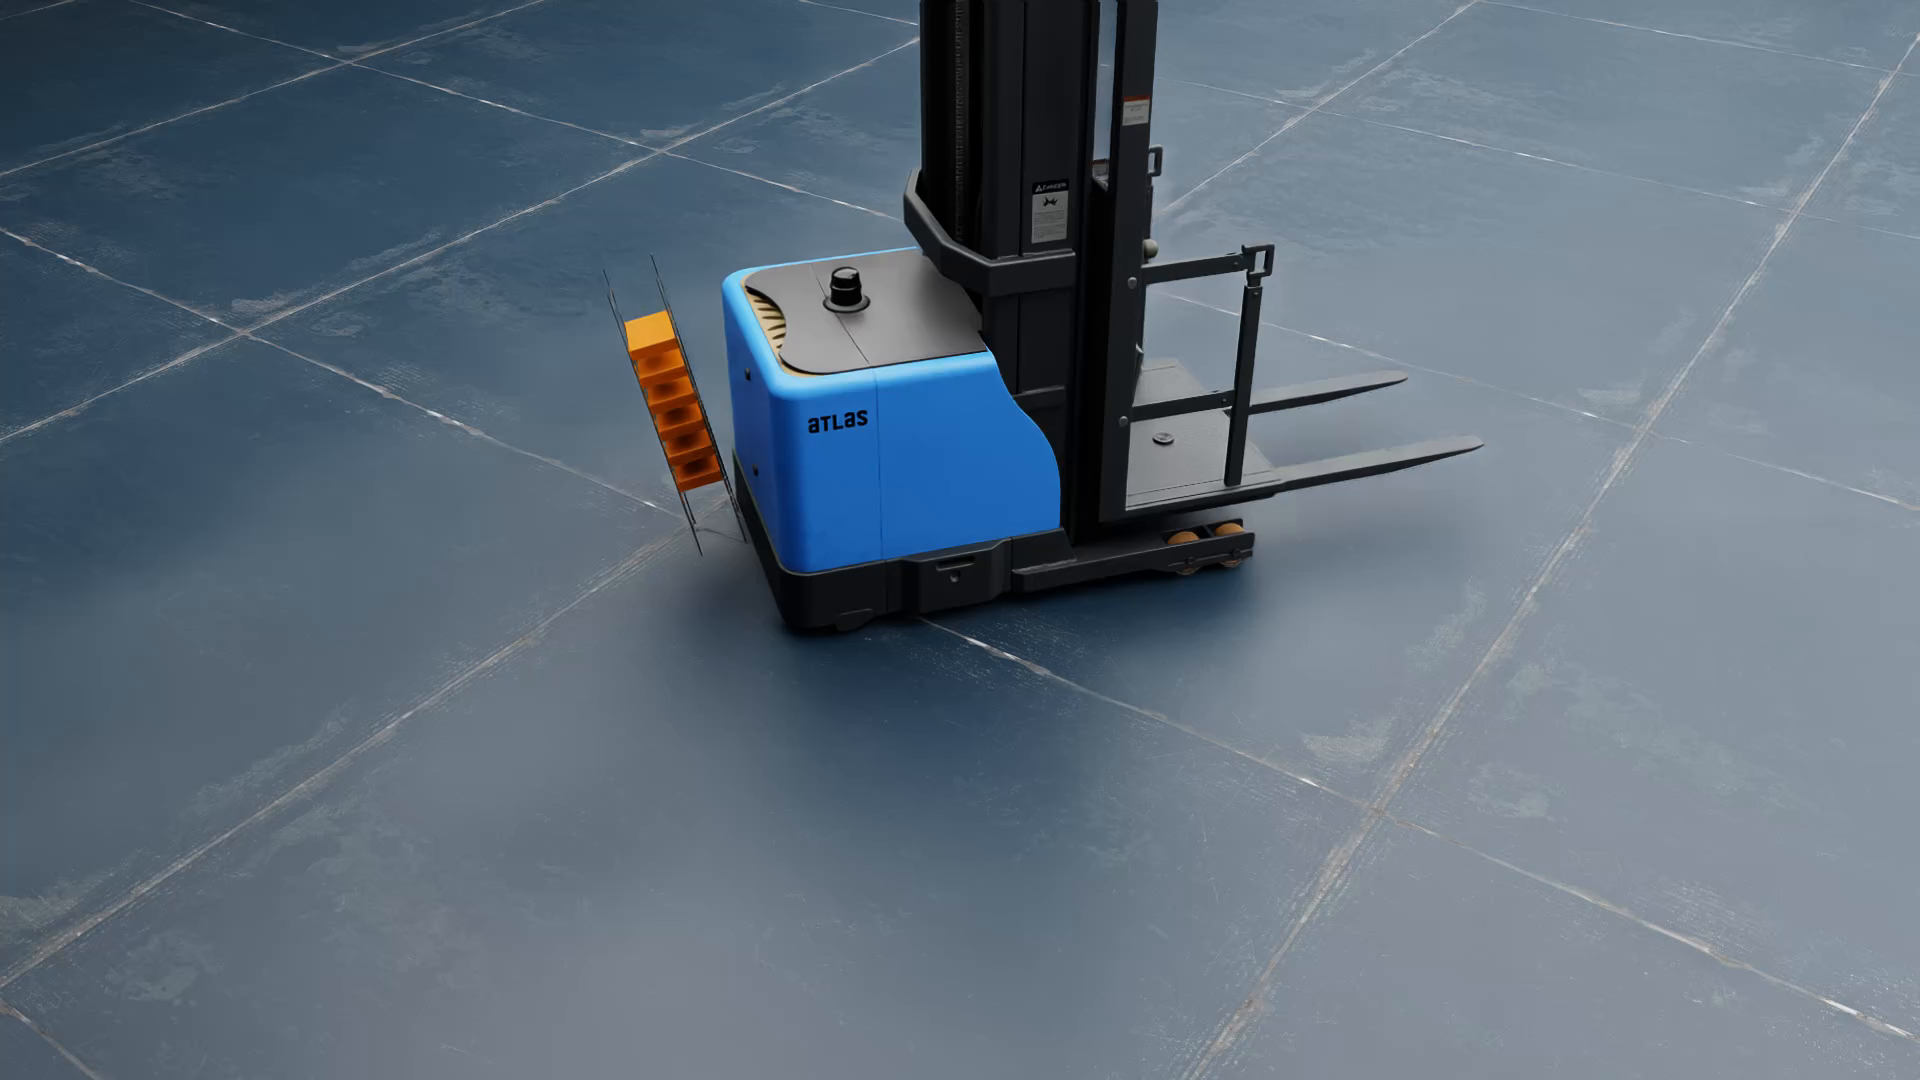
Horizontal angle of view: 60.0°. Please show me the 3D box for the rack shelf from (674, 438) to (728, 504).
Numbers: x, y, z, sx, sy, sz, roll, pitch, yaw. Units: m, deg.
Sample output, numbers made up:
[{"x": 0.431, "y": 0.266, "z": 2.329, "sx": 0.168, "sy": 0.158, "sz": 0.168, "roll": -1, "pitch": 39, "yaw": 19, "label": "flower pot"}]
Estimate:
[{"x": -1.034, "y": -0.275, "z": 6.570, "sx": 0.180, "sy": 0.103, "sz": 0.258, "roll": -17, "pitch": 36, "yaw": -5, "label": "rack shelf"}]

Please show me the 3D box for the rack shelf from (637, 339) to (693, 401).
[{"x": -1.125, "y": -0.652, "z": 6.288, "sx": 0.180, "sy": 0.103, "sz": 0.258, "roll": -17, "pitch": 36, "yaw": -5, "label": "rack shelf"}]

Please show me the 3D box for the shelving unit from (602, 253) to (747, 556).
[{"x": -1.088, "y": -0.499, "z": 6.403, "sx": 0.189, "sy": 1.200, "sz": 0.258, "roll": -17, "pitch": 36, "yaw": -5, "label": "shelving unit"}]

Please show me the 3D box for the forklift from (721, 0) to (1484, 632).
[{"x": 0.650, "y": -1.351, "z": 6.131, "sx": 3.031, "sy": 2.935, "sz": 1.130, "roll": -10, "pitch": 35, "yaw": -15, "label": "forklift"}]

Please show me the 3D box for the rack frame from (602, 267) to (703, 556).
[{"x": -1.175, "y": -0.472, "z": 6.395, "sx": 0.006, "sy": 1.200, "sz": 0.240, "roll": -17, "pitch": 36, "yaw": -5, "label": "rack frame"}]

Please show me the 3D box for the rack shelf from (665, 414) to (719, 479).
[{"x": -1.056, "y": -0.369, "z": 6.500, "sx": 0.180, "sy": 0.103, "sz": 0.258, "roll": -17, "pitch": 36, "yaw": -5, "label": "rack shelf"}]

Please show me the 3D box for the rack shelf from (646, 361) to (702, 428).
[{"x": -1.102, "y": -0.558, "z": 6.359, "sx": 0.180, "sy": 0.103, "sz": 0.258, "roll": -17, "pitch": 36, "yaw": -5, "label": "rack shelf"}]

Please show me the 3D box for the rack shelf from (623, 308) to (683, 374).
[{"x": -1.148, "y": -0.747, "z": 6.217, "sx": 0.180, "sy": 0.103, "sz": 0.258, "roll": -17, "pitch": 36, "yaw": -5, "label": "rack shelf"}]

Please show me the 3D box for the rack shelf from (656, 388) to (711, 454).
[{"x": -1.079, "y": -0.464, "z": 6.429, "sx": 0.180, "sy": 0.103, "sz": 0.258, "roll": -17, "pitch": 36, "yaw": -5, "label": "rack shelf"}]

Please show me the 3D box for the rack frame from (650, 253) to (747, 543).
[{"x": -1.001, "y": -0.525, "z": 6.411, "sx": 0.006, "sy": 1.200, "sz": 0.240, "roll": -17, "pitch": 36, "yaw": -5, "label": "rack frame"}]
